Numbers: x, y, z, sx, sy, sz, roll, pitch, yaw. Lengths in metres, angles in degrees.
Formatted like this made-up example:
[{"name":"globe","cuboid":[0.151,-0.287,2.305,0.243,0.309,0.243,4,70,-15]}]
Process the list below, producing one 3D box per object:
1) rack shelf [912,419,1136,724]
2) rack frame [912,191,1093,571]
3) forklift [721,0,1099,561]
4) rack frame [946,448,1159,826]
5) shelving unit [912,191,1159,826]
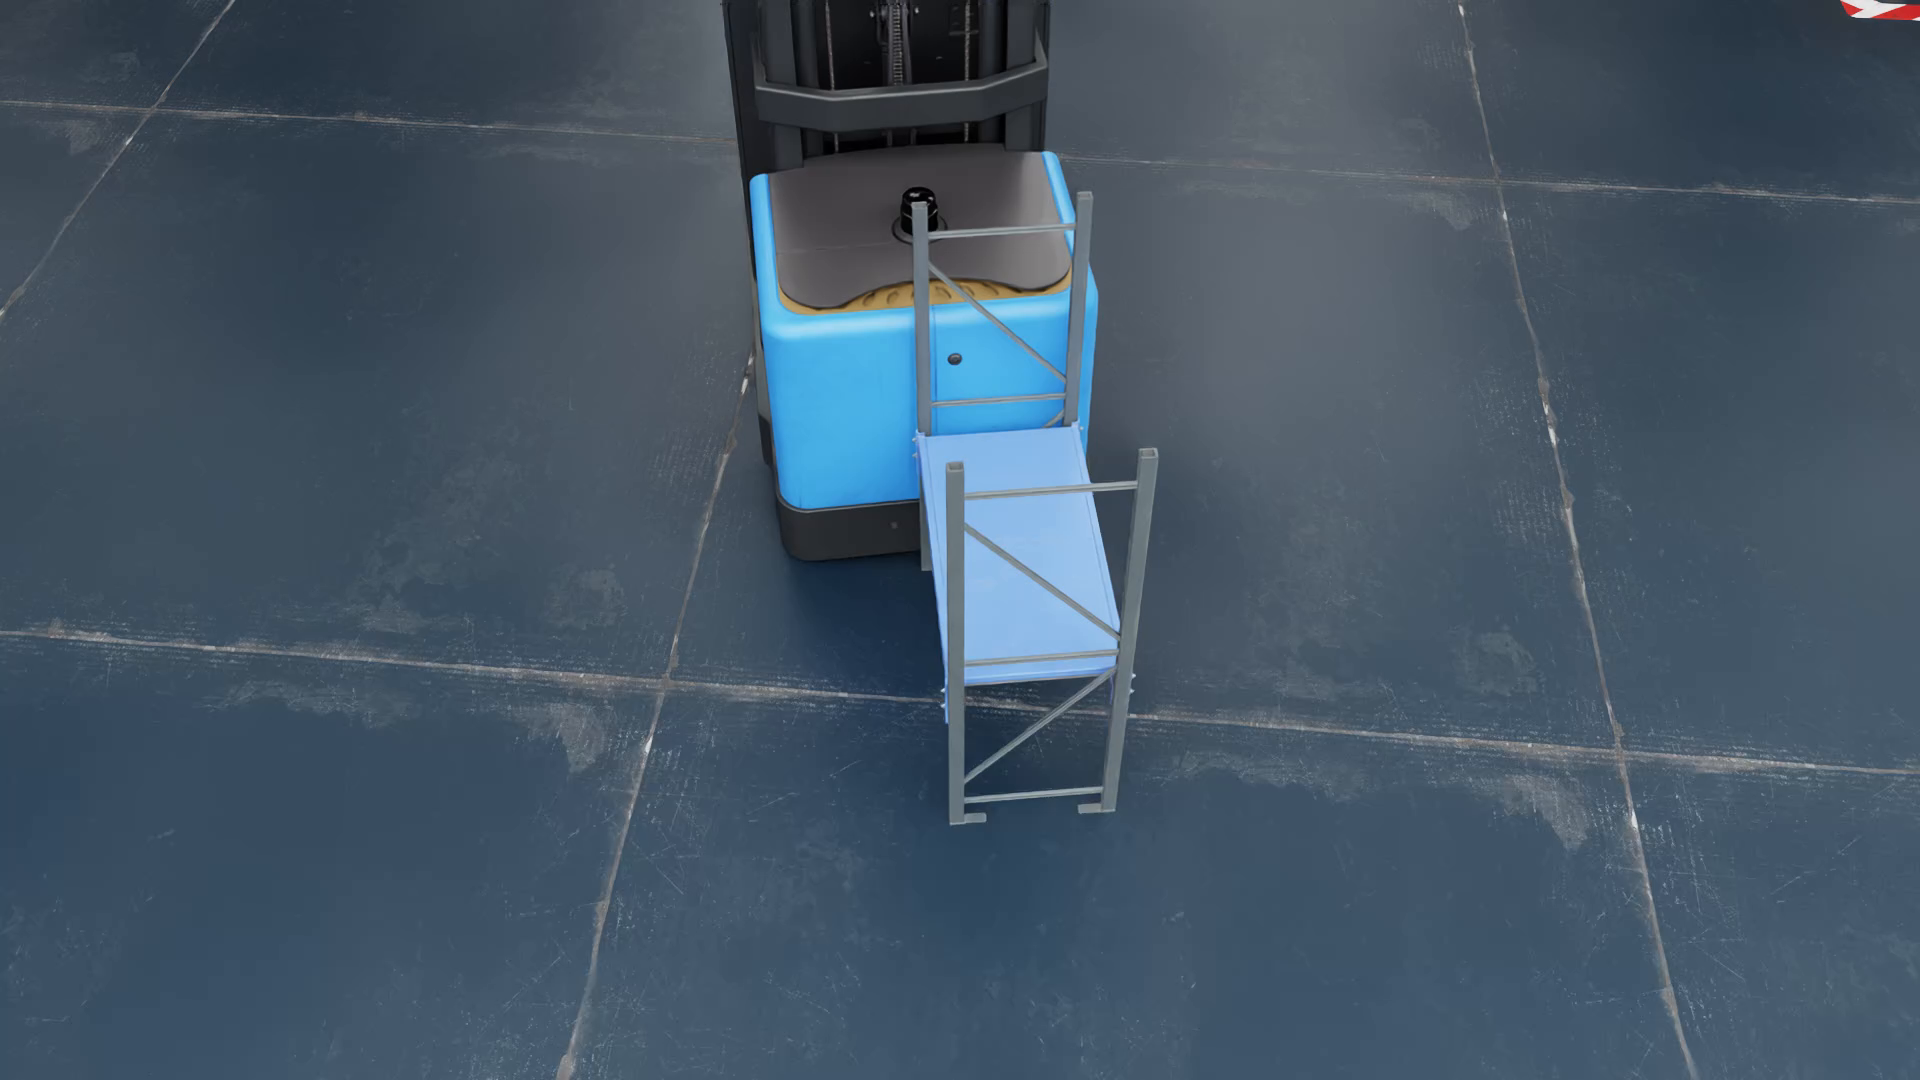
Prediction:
[{"name":"rack shelf","cuboid":[0.167,0.066,4.917,0.538,0.185,1.000,-4,48,-4]},{"name":"rack frame","cuboid":[0.117,-0.429,5.126,0.500,1.500,0.032,-4,48,-4]},{"name":"forklift","cuboid":[-0.275,-2.020,5.611,1.130,2.935,3.031,-6,48,-5]},{"name":"rack frame","cuboid":[0.216,0.318,4.443,0.500,1.500,0.032,-4,48,-4]},{"name":"shelving unit","cuboid":[0.167,-0.055,4.784,0.538,1.500,1.048,-4,48,-4]}]
